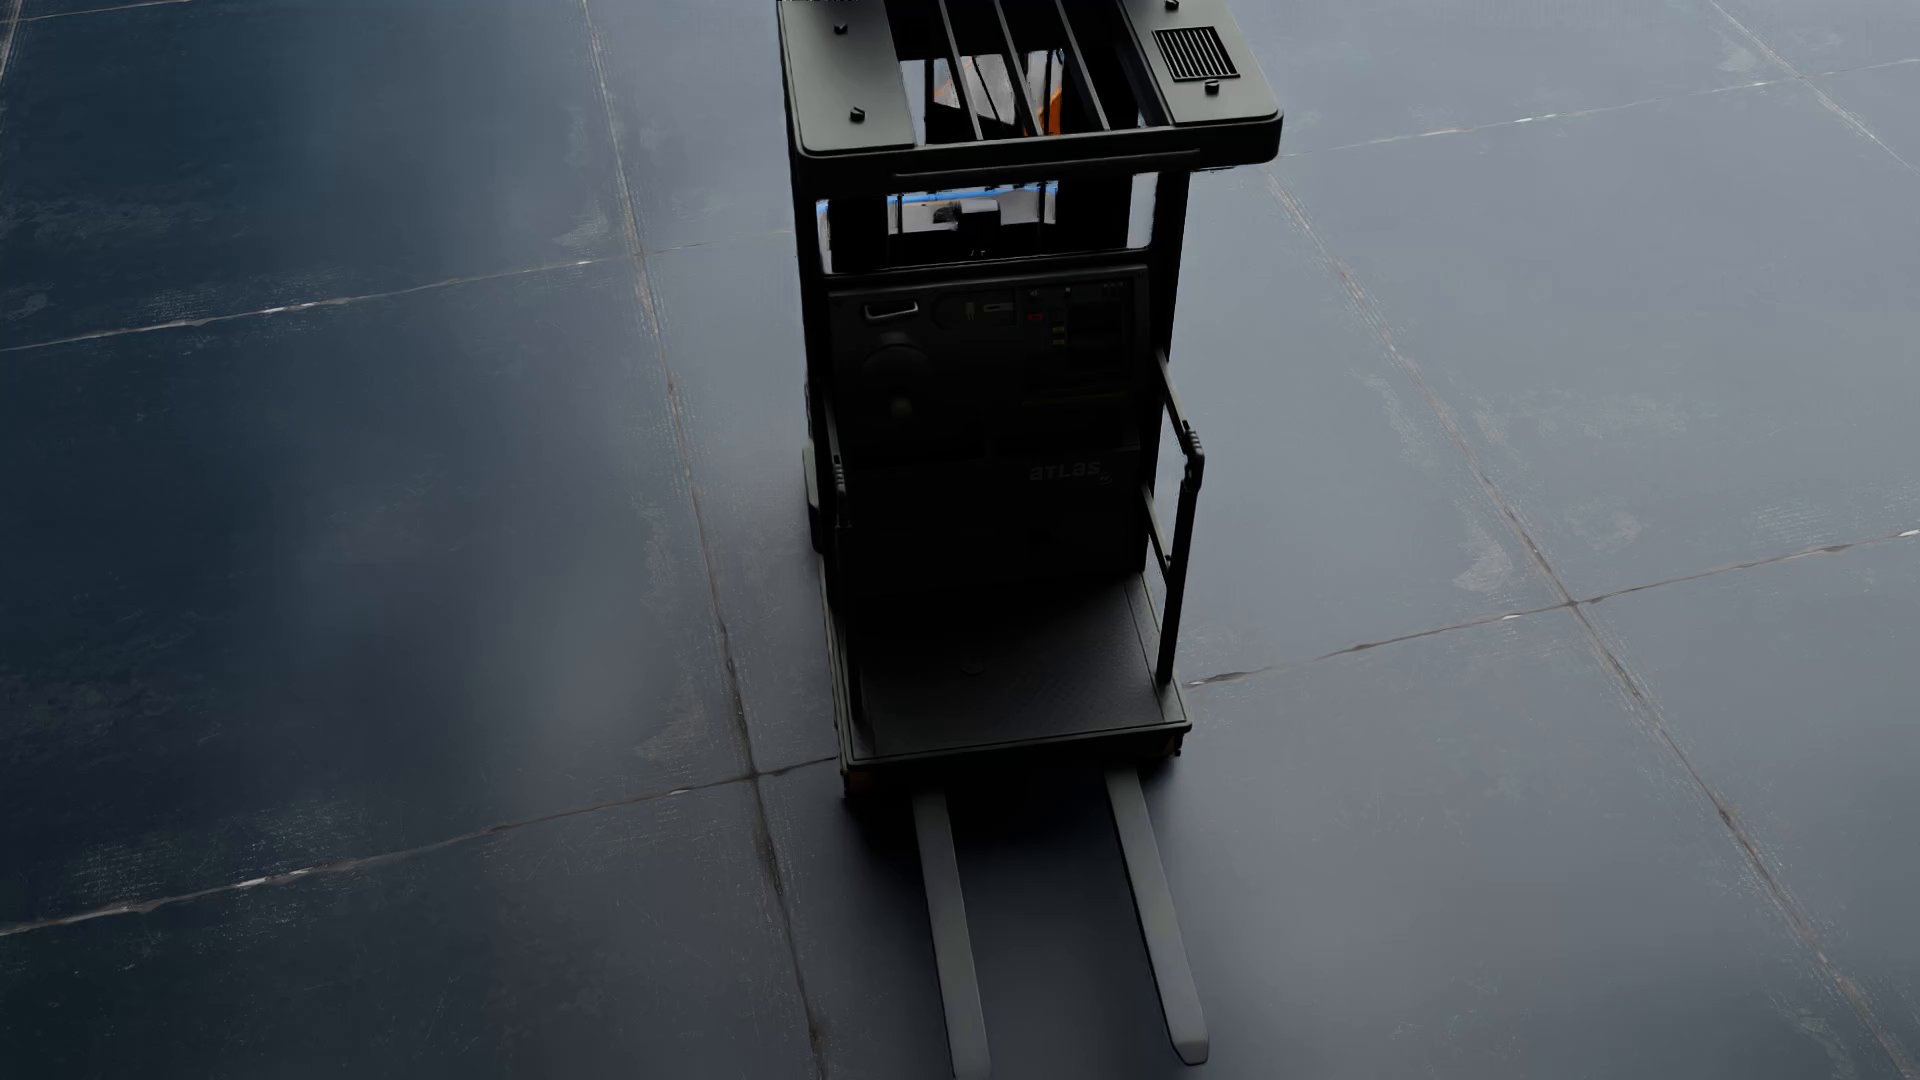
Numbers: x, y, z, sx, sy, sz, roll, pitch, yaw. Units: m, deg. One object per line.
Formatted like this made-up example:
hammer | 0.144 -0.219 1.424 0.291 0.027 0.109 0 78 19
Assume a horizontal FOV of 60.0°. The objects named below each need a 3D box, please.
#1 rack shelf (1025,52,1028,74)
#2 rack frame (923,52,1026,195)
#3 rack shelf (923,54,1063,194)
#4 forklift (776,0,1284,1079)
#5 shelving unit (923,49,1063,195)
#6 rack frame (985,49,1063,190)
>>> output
rack shelf | 0.166 -2.015 5.794 0.431 0.518 0.480 21 49 20
rack frame | 0.049 -1.382 6.134 0.400 2.100 0.015 21 49 20
rack shelf | 0.166 -1.526 6.294 0.431 0.518 0.480 21 49 20
forklift | 0.124 -0.478 4.667 1.130 2.935 3.031 -6 46 -6
shelving unit | 0.166 -1.535 6.284 0.431 2.100 0.503 21 49 20
rack frame | 0.283 -1.688 6.434 0.400 2.100 0.015 21 49 20
